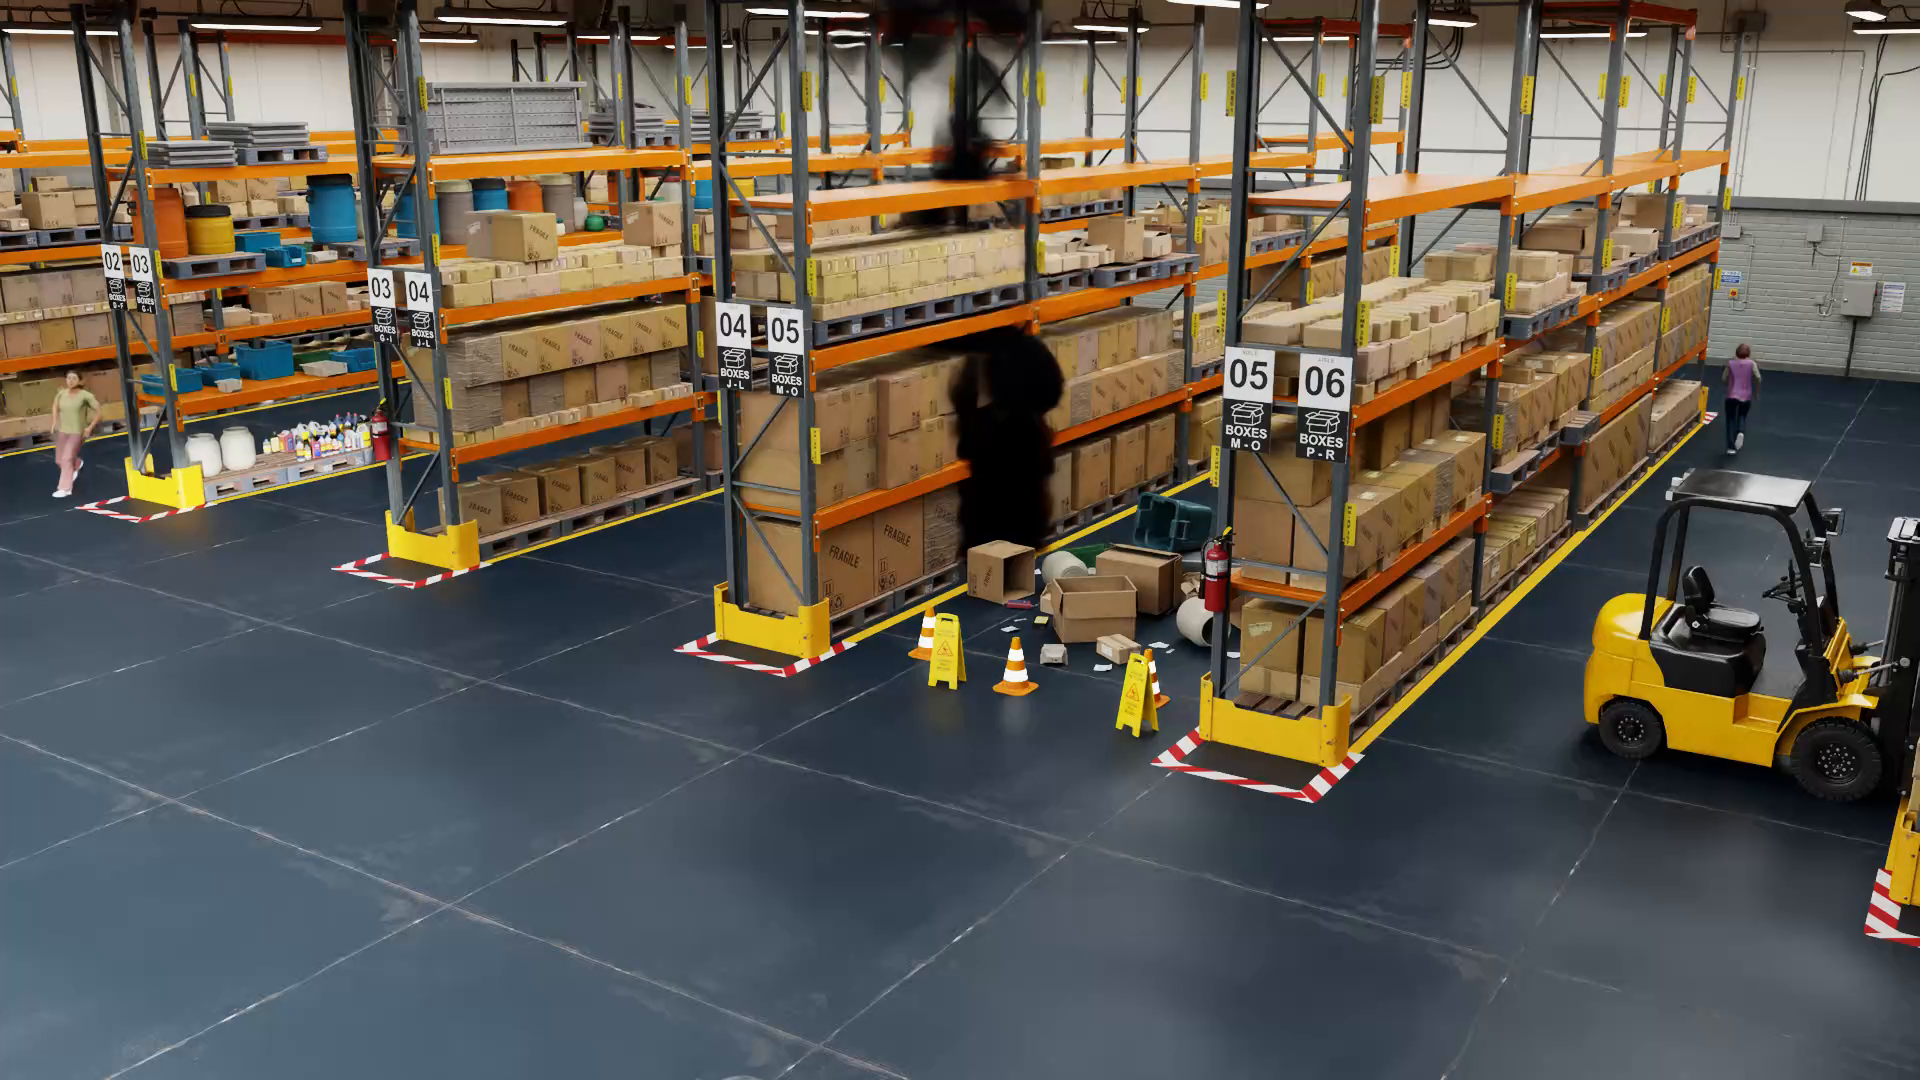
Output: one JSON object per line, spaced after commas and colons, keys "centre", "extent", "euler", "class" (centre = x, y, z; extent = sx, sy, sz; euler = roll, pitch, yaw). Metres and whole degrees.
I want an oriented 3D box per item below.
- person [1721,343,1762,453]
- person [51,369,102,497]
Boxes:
{"centre": [11.035, -2.014, 23.542], "extent": [0.515, 1.554, 0.627], "euler": [7, 17, 24], "class": "person"}
{"centre": [-11.246, -1.379, 21.178], "extent": [0.618, 1.598, 0.639], "euler": [0, 16, 0], "class": "person"}
